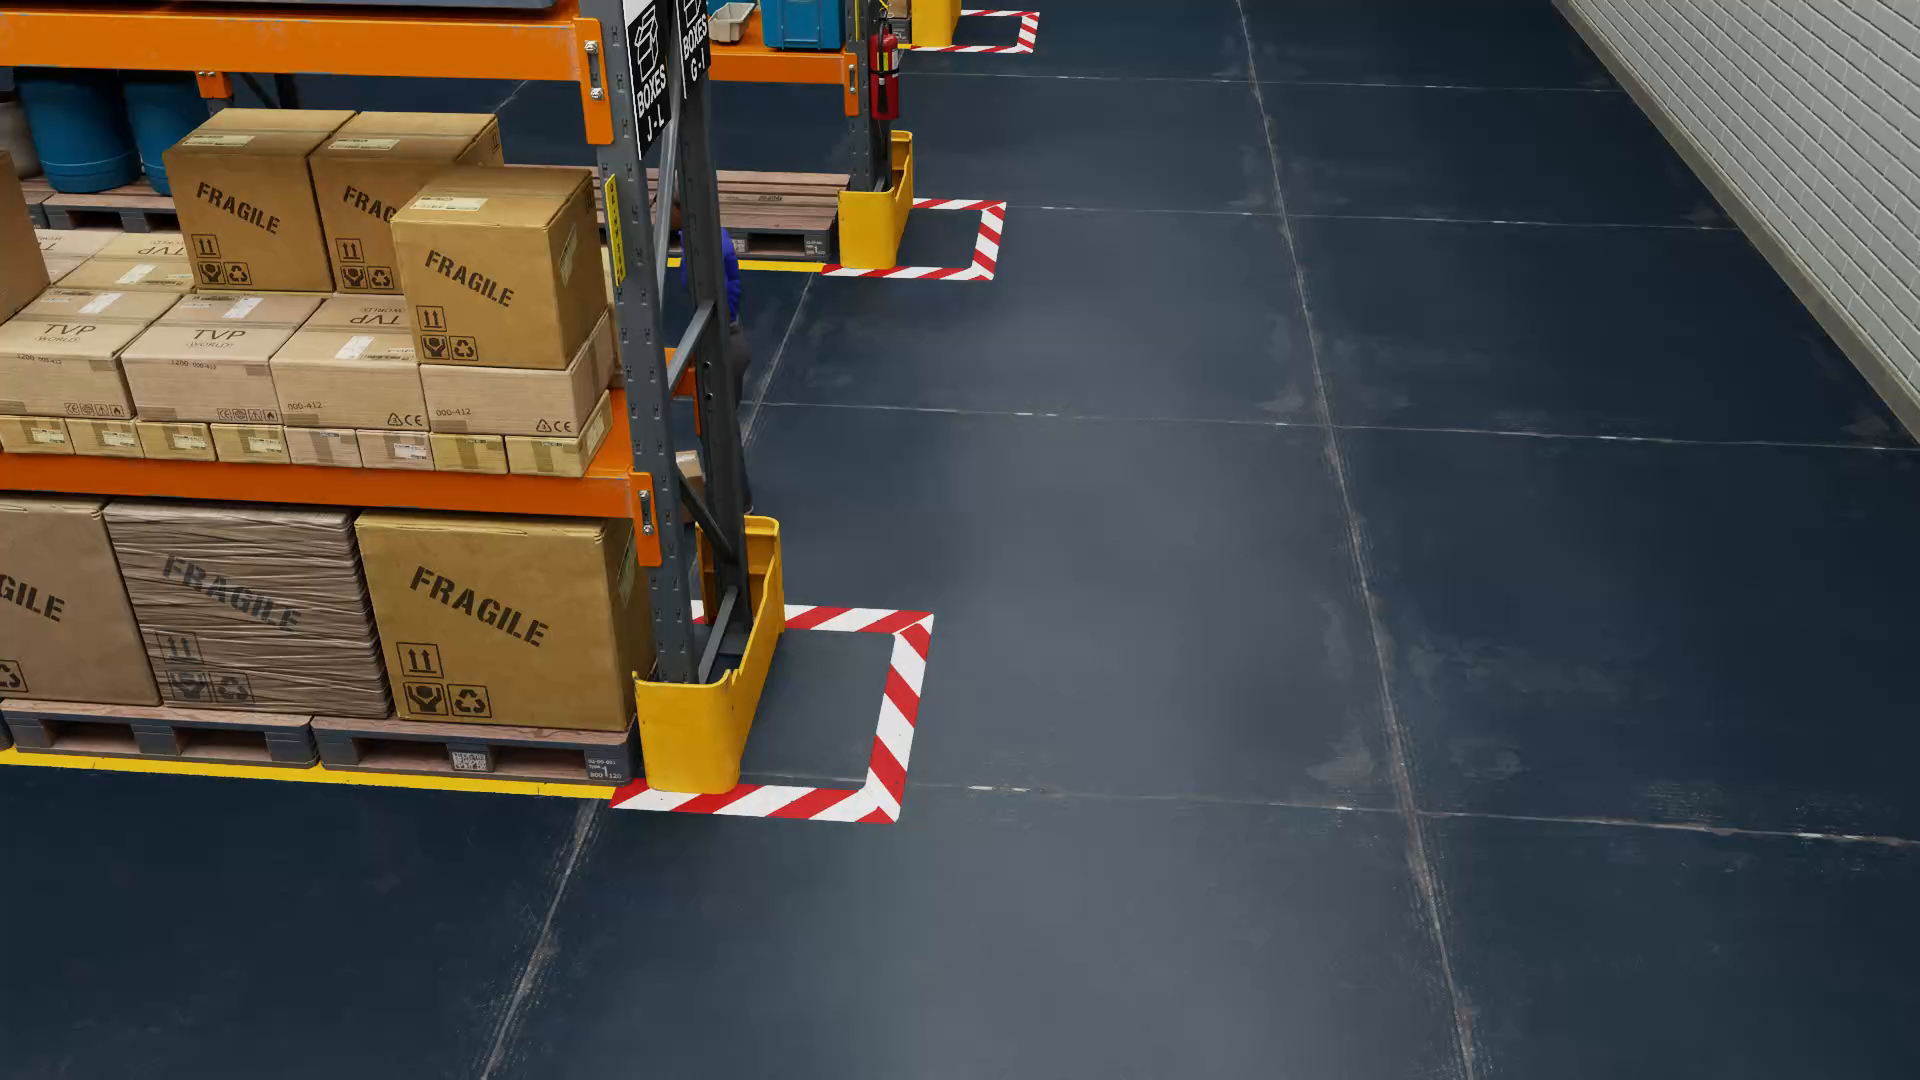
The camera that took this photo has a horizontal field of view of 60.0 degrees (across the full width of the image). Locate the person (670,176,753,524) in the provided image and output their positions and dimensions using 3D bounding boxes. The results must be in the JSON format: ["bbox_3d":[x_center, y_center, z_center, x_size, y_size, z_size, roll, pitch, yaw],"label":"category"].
[{"bbox_3d":[-1.127,-0.872,7.528,0.346,1.656,0.513,-6,33,-10],"label":"person"}]
